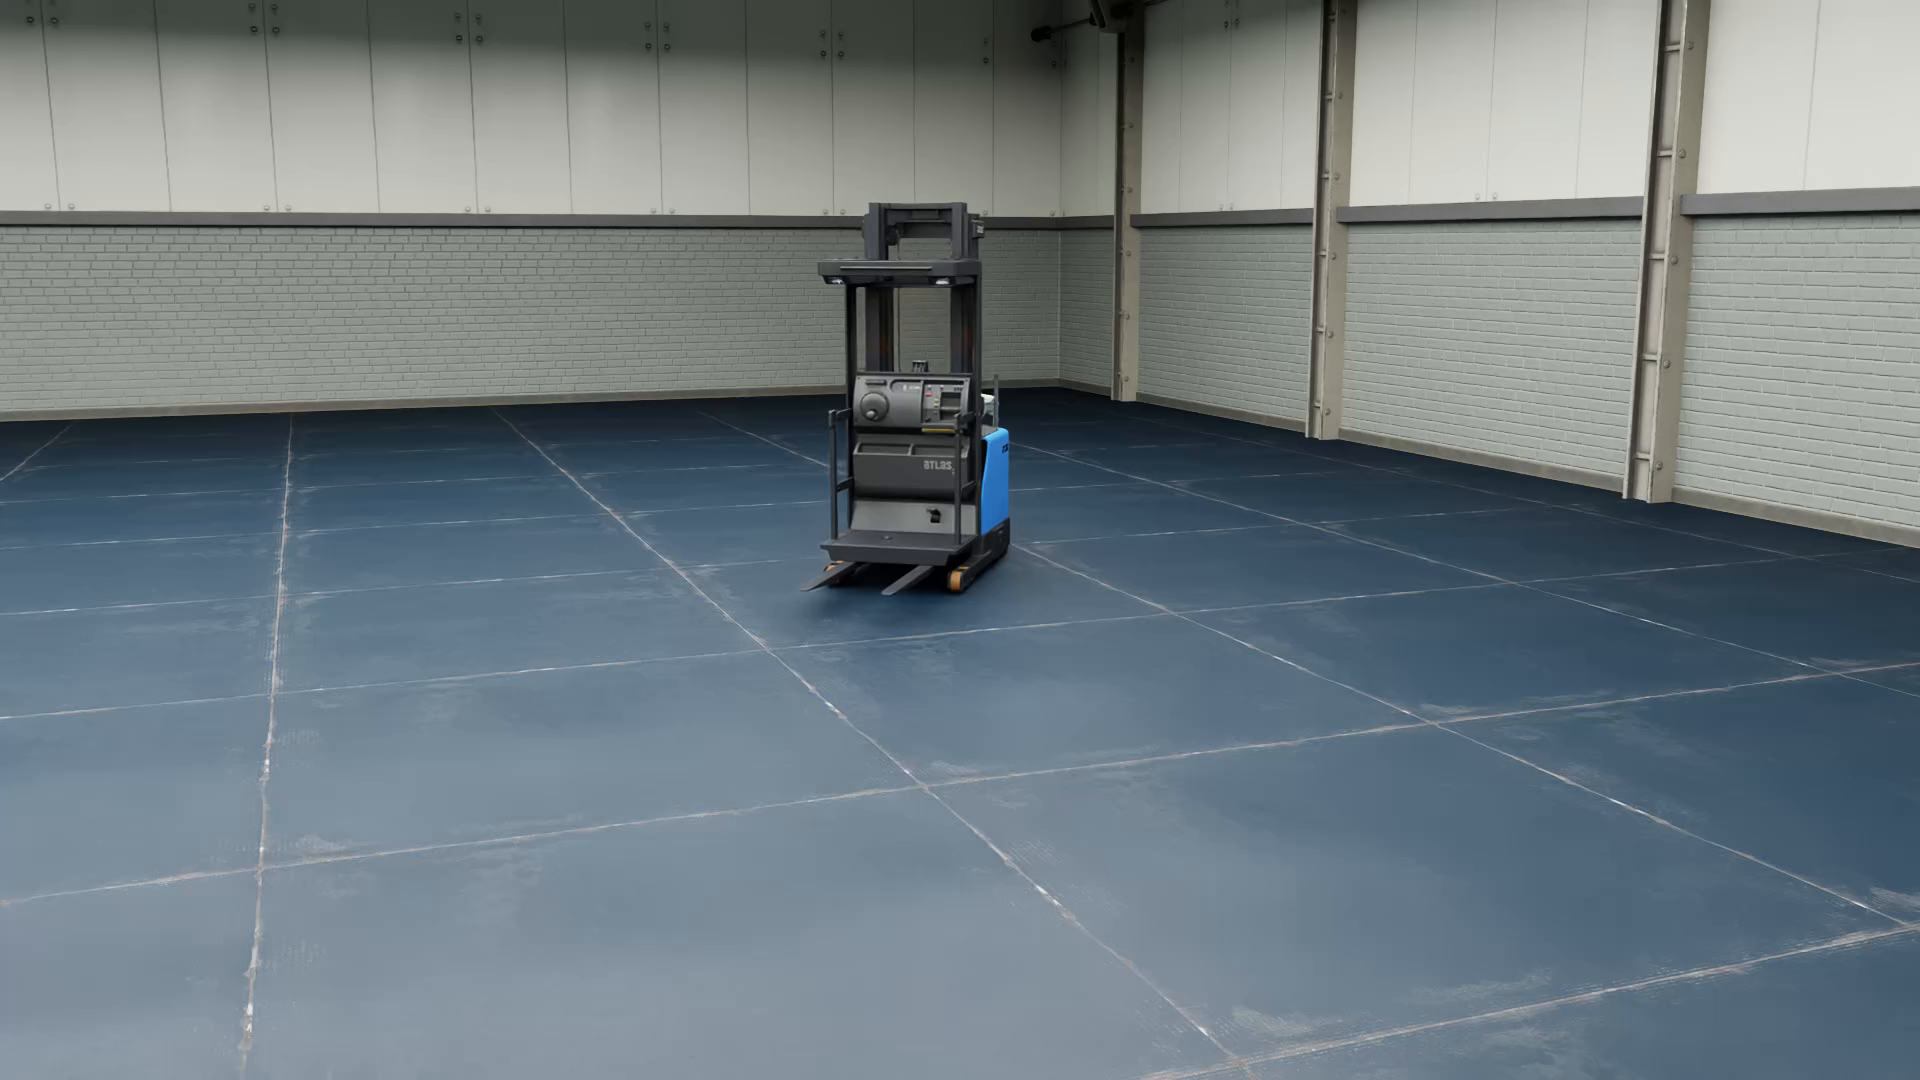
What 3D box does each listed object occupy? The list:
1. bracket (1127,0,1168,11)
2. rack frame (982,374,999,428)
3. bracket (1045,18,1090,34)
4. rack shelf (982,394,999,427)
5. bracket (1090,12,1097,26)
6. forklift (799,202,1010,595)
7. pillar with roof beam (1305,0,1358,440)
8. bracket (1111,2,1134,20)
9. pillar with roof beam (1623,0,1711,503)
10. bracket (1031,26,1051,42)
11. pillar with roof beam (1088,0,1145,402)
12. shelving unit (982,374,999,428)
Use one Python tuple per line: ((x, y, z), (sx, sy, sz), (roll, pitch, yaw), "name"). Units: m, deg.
((3.547, -8.069, 24.309), (0.076, 0.066, 4.783), (-4, 11, -21), "bracket")
((0.146, -0.691, 14.521), (0.400, 1.500, 0.023), (-4, 11, -21), "rack frame")
((1.668, -8.915, 29.068), (0.076, 0.066, 3.189), (-4, 11, -21), "bracket")
((0.010, -1.135, 14.787), (0.431, 0.370, 0.720), (-4, 11, -21), "rack shelf")
((2.313, -8.625, 27.435), (0.235, 0.232, 0.430), (-4, 11, -21), "bracket")
((-0.430, -1.118, 12.836), (1.130, 2.935, 3.031), (3, 10, 14), "forklift")
((0.956, -5.555, 20.454), (9.100, 9.000, 0.400), (-4, 11, -21), "pillar with roof beam")
((2.614, -8.489, 26.673), (0.235, 0.232, 0.430), (-4, 11, -21), "bracket")
((3.130, -4.576, 14.948), (9.100, 9.000, 0.400), (-4, 11, -21), "pillar with roof beam")
((1.454, -9.012, 29.610), (0.235, 0.232, 0.430), (-4, 11, -21), "bracket")
((-1.218, -6.534, 25.960), (9.100, 9.000, 0.548), (-4, 11, -21), "pillar with roof beam")
((0.010, -0.750, 14.856), (0.431, 1.500, 0.755), (-4, 11, -21), "shelving unit")
